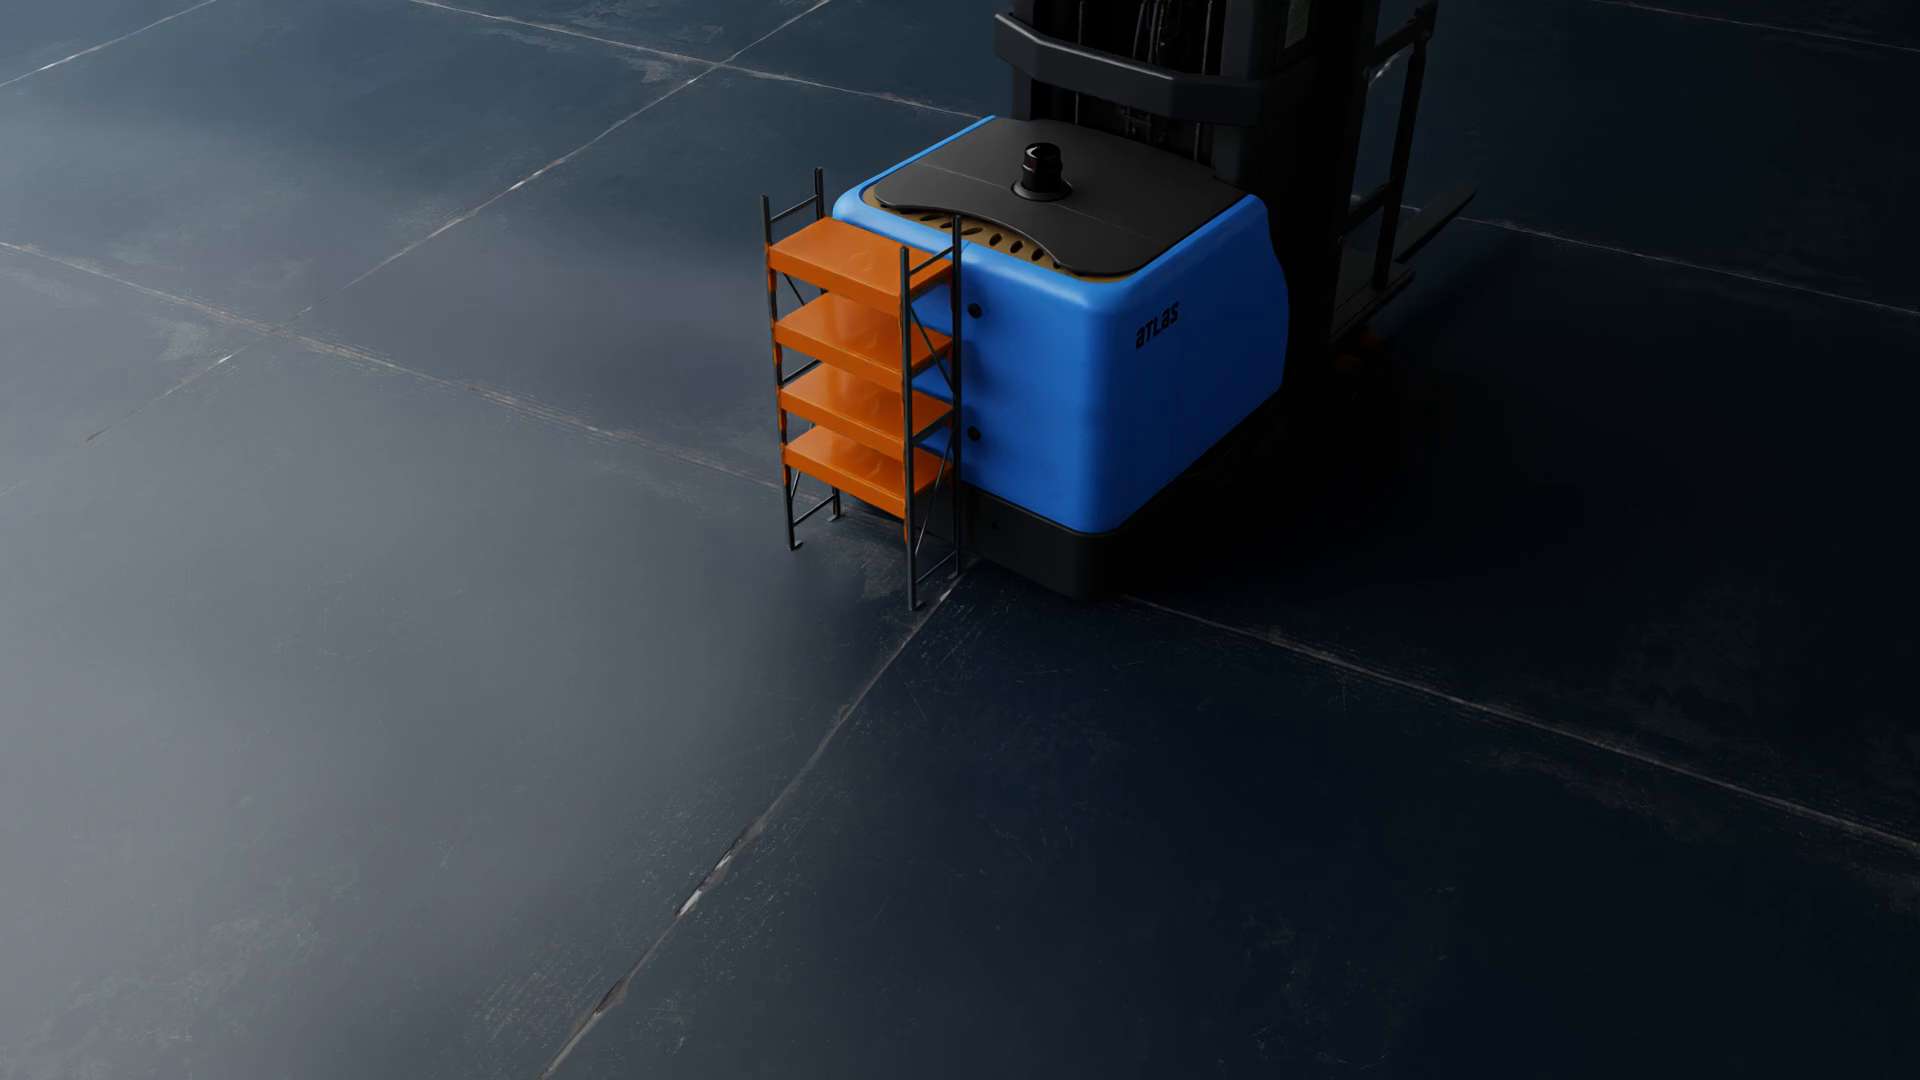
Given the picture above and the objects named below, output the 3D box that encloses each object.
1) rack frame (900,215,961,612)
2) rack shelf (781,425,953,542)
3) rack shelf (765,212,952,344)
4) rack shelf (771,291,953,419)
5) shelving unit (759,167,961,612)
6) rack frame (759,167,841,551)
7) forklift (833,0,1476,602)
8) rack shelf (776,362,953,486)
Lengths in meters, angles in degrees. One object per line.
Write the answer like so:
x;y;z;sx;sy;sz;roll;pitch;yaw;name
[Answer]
-0.075;-0.323;4.682;0.015;1.200;0.240;25;44;29;rack frame
-0.269;-0.201;4.962;0.480;0.148;0.258;25;44;29;rack shelf
-0.269;-0.725;4.563;0.480;0.148;0.258;25;44;29;rack shelf
-0.269;-0.537;4.706;0.480;0.148;0.258;25;44;29;rack shelf
-0.269;-0.412;4.801;0.503;1.200;0.258;25;44;29;shelving unit
-0.462;-0.502;4.919;0.015;1.200;0.240;25;44;29;rack frame
0.913;-1.821;5.225;1.130;2.935;3.031;25;44;29;forklift
-0.269;-0.359;4.842;0.480;0.148;0.258;25;44;29;rack shelf
